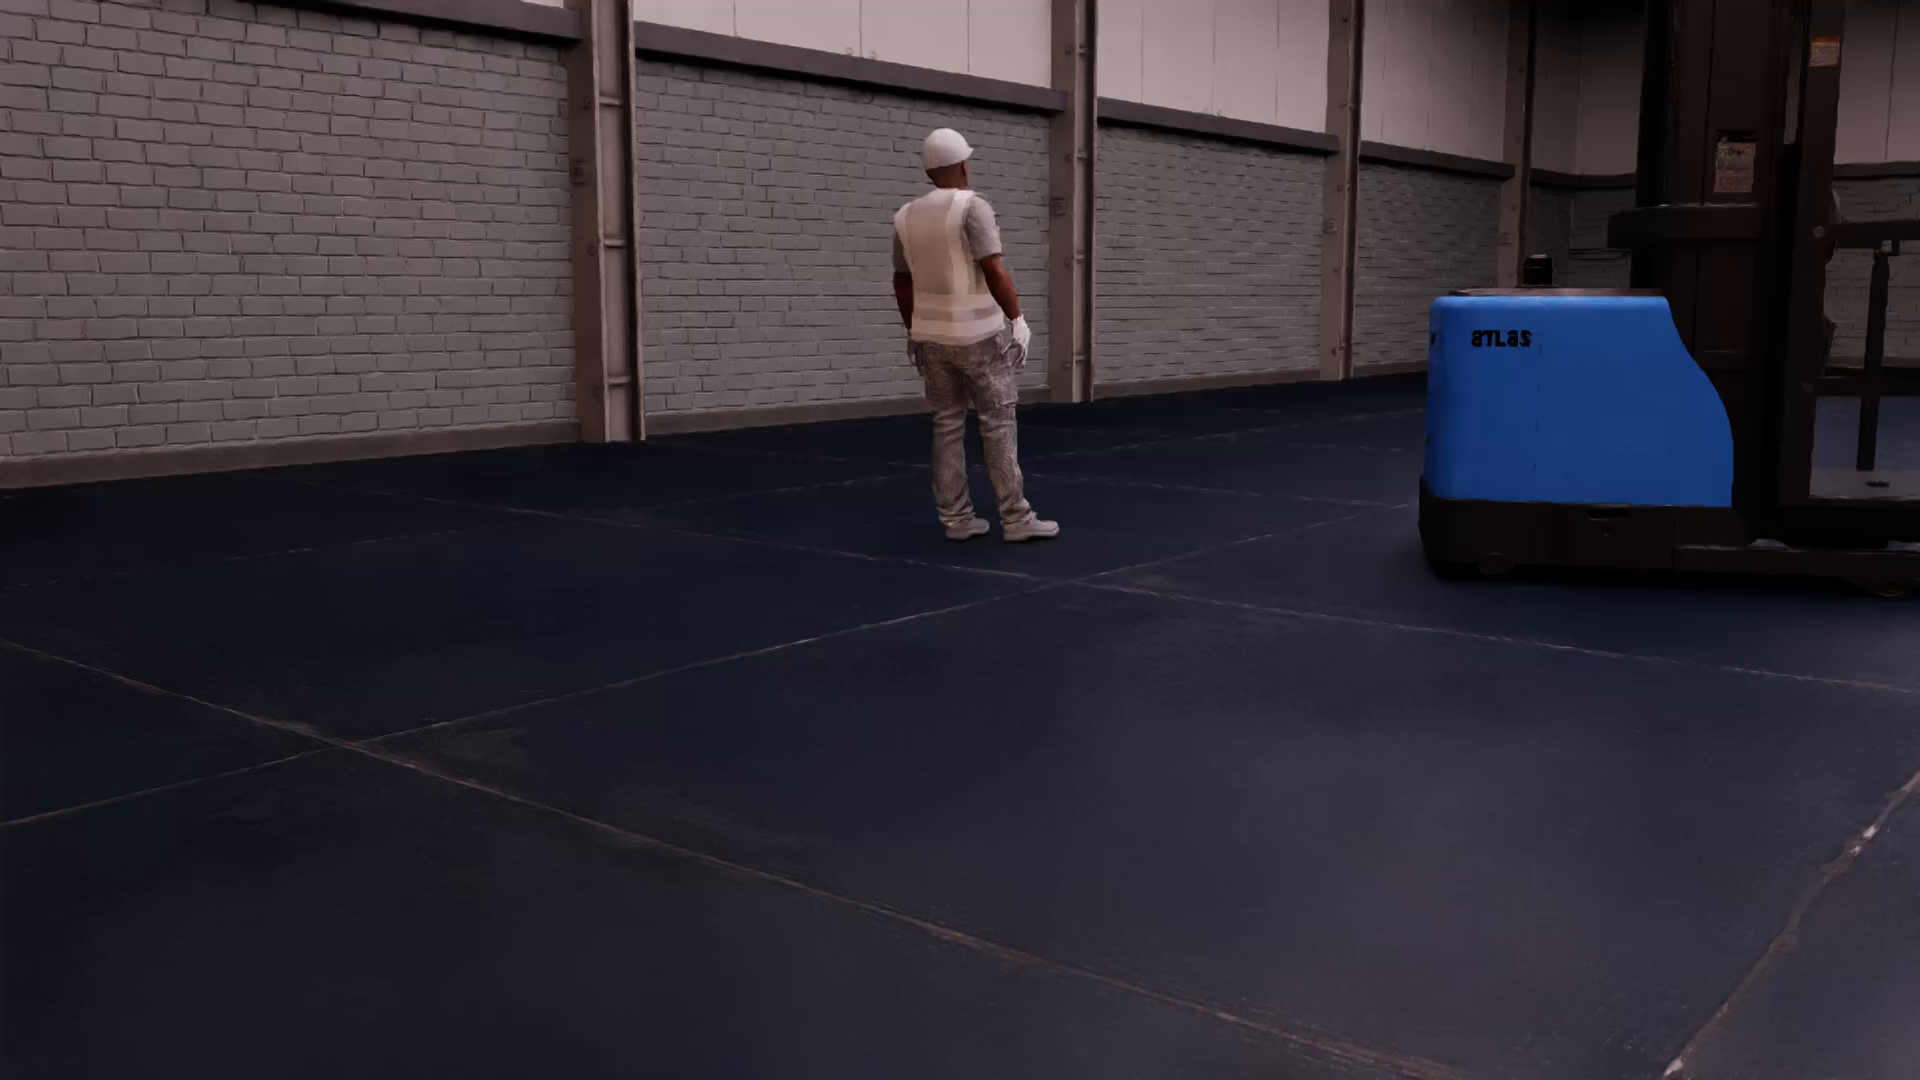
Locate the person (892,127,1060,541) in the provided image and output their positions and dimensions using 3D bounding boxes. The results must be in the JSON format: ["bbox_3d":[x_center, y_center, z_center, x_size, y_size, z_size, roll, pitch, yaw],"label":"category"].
[{"bbox_3d":[0.052,-0.896,7.325,0.655,1.782,0.576,7,11,38],"label":"person"}]

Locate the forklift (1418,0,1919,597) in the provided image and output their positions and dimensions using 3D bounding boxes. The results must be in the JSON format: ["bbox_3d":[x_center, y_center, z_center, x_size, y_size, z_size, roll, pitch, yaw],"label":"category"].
[{"bbox_3d":[3.384,-1.322,6.320,3.031,2.935,1.130,2,9,13],"label":"forklift"}]
